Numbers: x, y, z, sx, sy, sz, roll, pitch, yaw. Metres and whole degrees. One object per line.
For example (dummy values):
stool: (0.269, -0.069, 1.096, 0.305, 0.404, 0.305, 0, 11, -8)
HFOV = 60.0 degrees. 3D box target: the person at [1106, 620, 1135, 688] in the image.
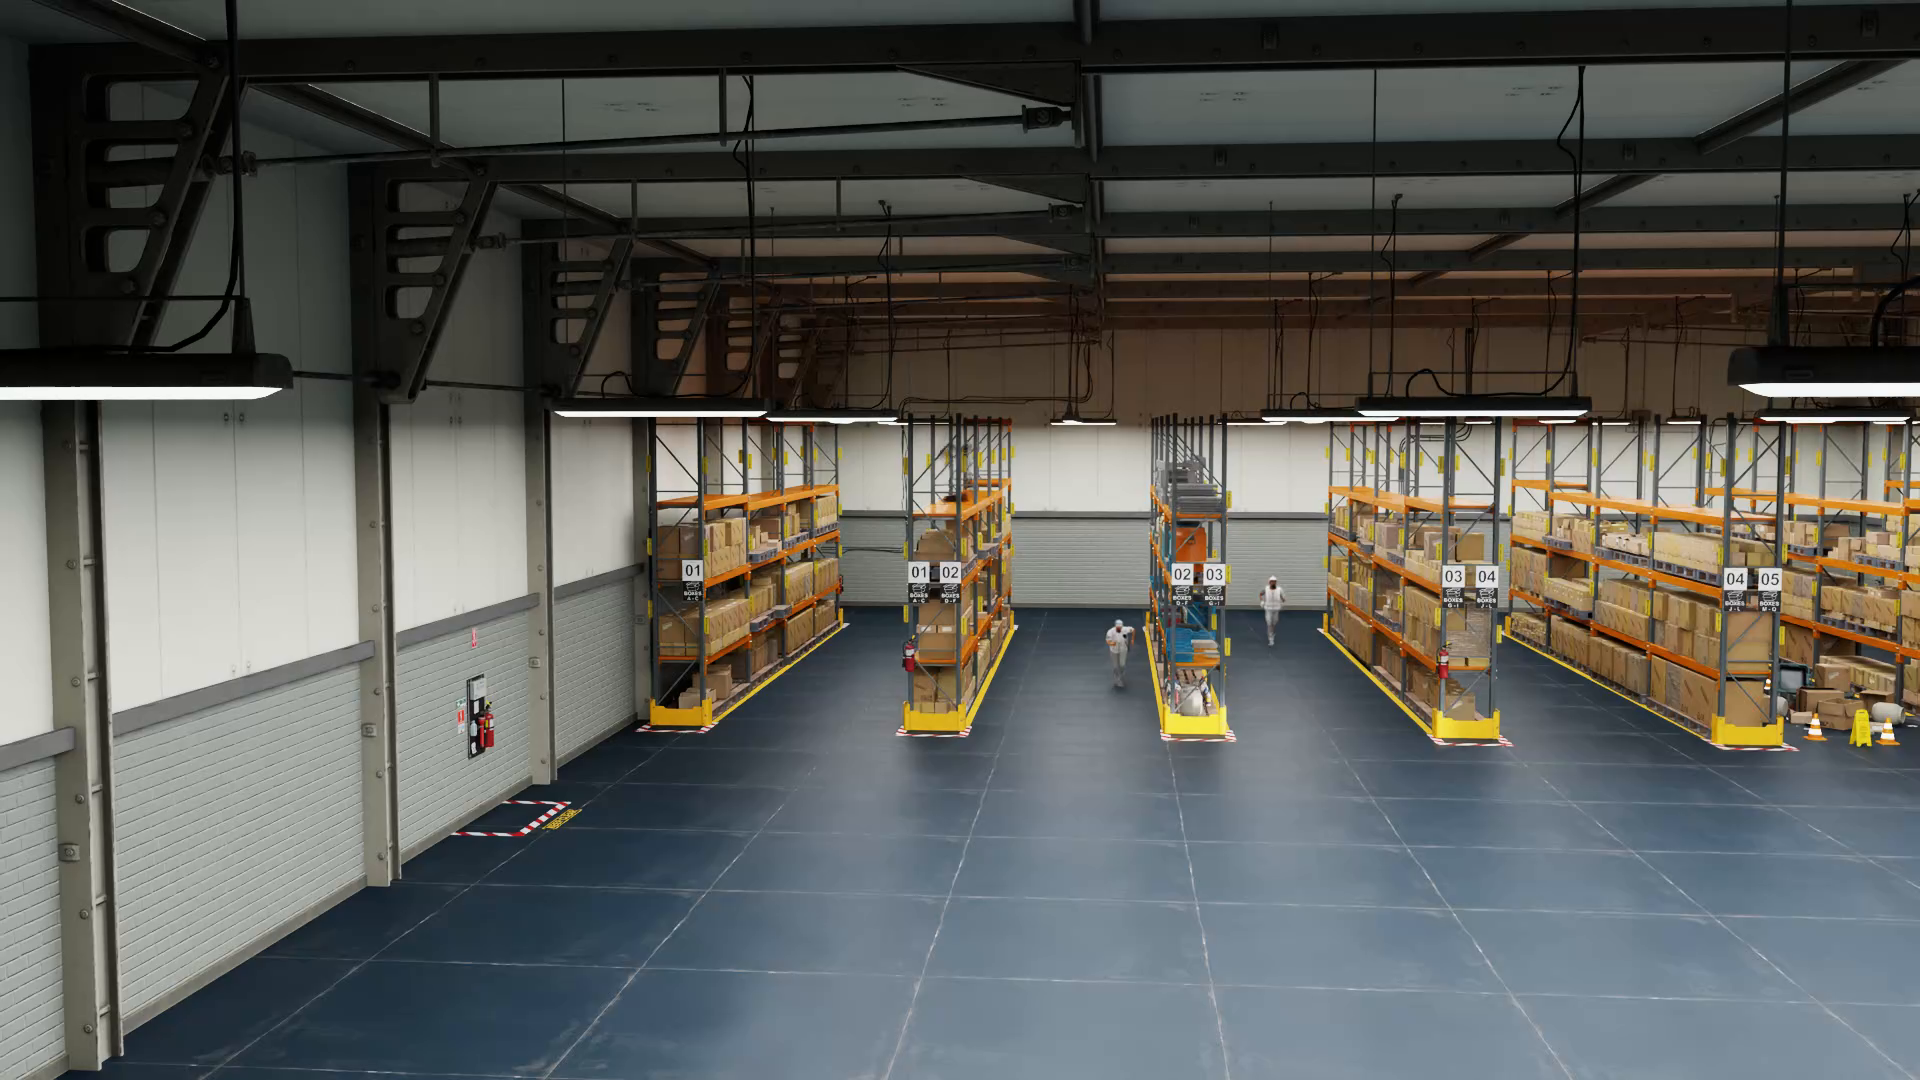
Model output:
person: (3.544, 2.497, 36.726, 0.640, 1.556, 0.940, 0, 4, 7)

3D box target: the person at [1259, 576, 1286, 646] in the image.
person: (8.282, 1.855, 44.059, 0.680, 1.794, 0.990, 0, 4, 3)
